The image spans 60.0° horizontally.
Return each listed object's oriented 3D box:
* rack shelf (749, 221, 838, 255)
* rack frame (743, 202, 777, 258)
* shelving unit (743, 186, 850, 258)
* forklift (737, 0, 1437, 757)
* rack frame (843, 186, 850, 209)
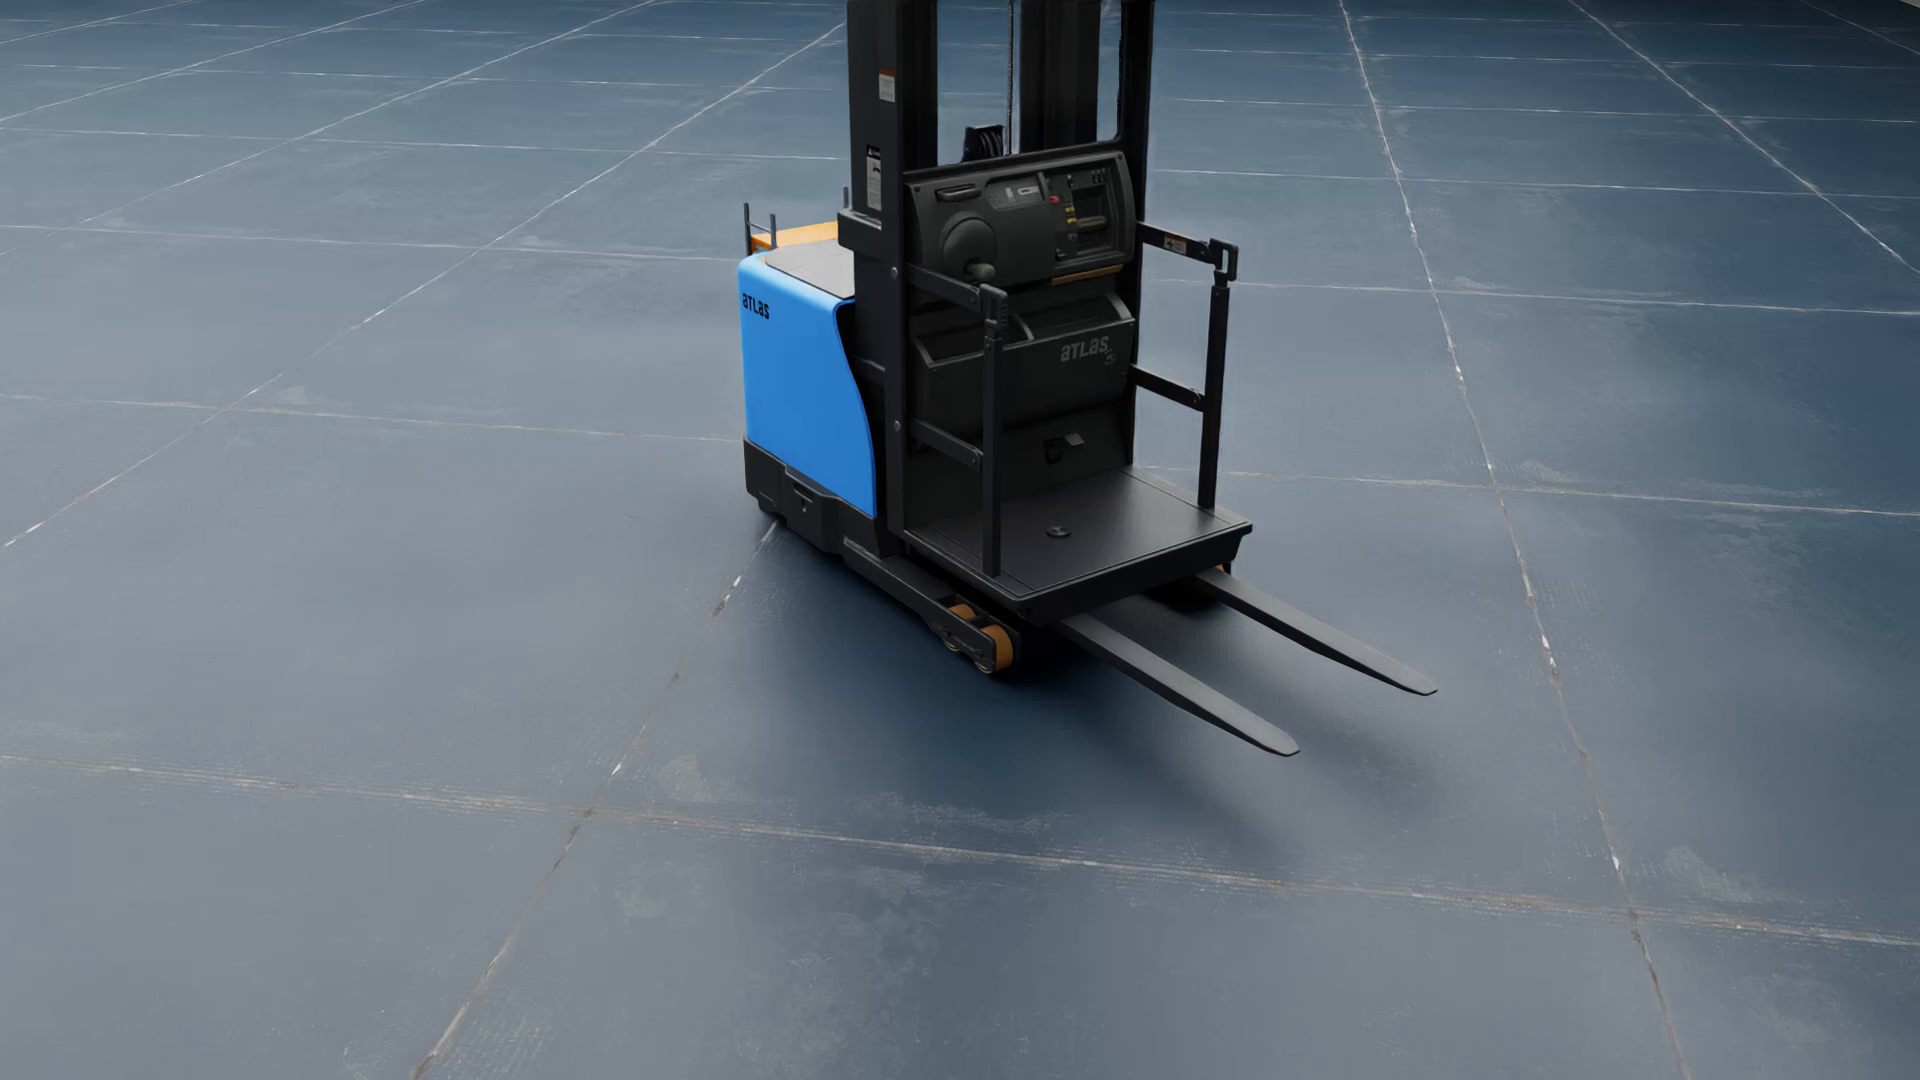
[{"bbox_3d":[-0.627,-1.237,7.050,0.480,0.148,0.258,-17,30,-32],"label":"rack shelf"},{"bbox_3d":[-0.825,-0.820,7.087,0.015,1.200,0.240,-17,30,-32],"label":"rack frame"},{"bbox_3d":[-0.627,-0.881,7.216,0.503,1.200,0.258,-17,30,-32],"label":"shelving unit"},{"bbox_3d":[0.355,-1.098,5.638,1.130,2.935,3.031,-17,30,-32],"label":"forklift"},{"bbox_3d":[-0.430,-0.941,7.345,0.015,1.200,0.240,-17,30,-32],"label":"rack frame"}]
